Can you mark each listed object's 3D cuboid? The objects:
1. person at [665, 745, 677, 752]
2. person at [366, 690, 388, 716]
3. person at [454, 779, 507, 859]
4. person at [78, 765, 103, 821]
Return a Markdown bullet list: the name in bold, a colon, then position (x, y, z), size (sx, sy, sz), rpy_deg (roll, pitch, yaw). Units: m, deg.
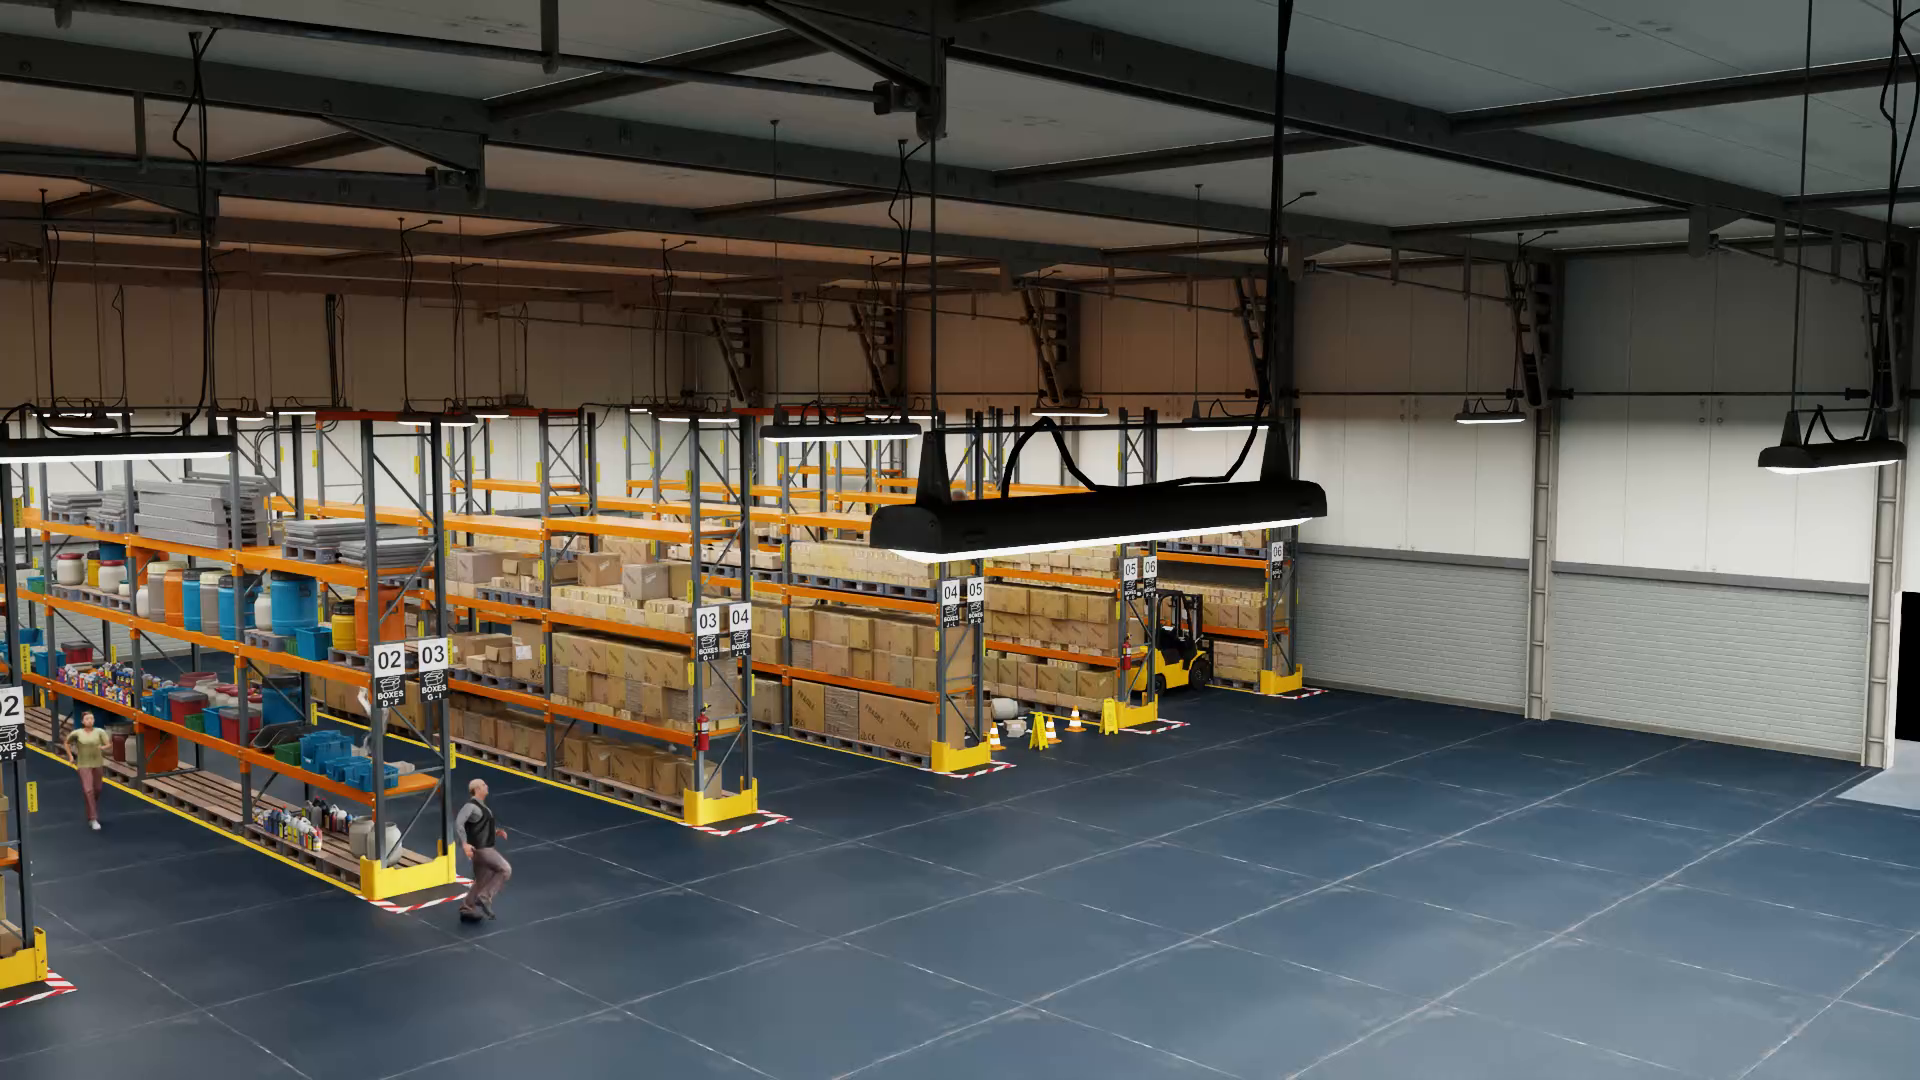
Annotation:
- **person**: position (-5.102, 2.890, 29.464), size (0.521, 1.687, 0.569), rpy_deg (4, 7, 40)
- **person**: position (-10.033, 2.579, 28.719), size (0.439, 0.898, 0.476), rpy_deg (-5, 7, -42)
- **person**: position (-5.757, 3.320, 20.009), size (0.584, 0.866, 0.652), rpy_deg (-1, 5, -10)
- **person**: position (-12.600, 3.885, 24.232), size (0.352, 0.373, 0.396), rpy_deg (-5, 7, -43)
